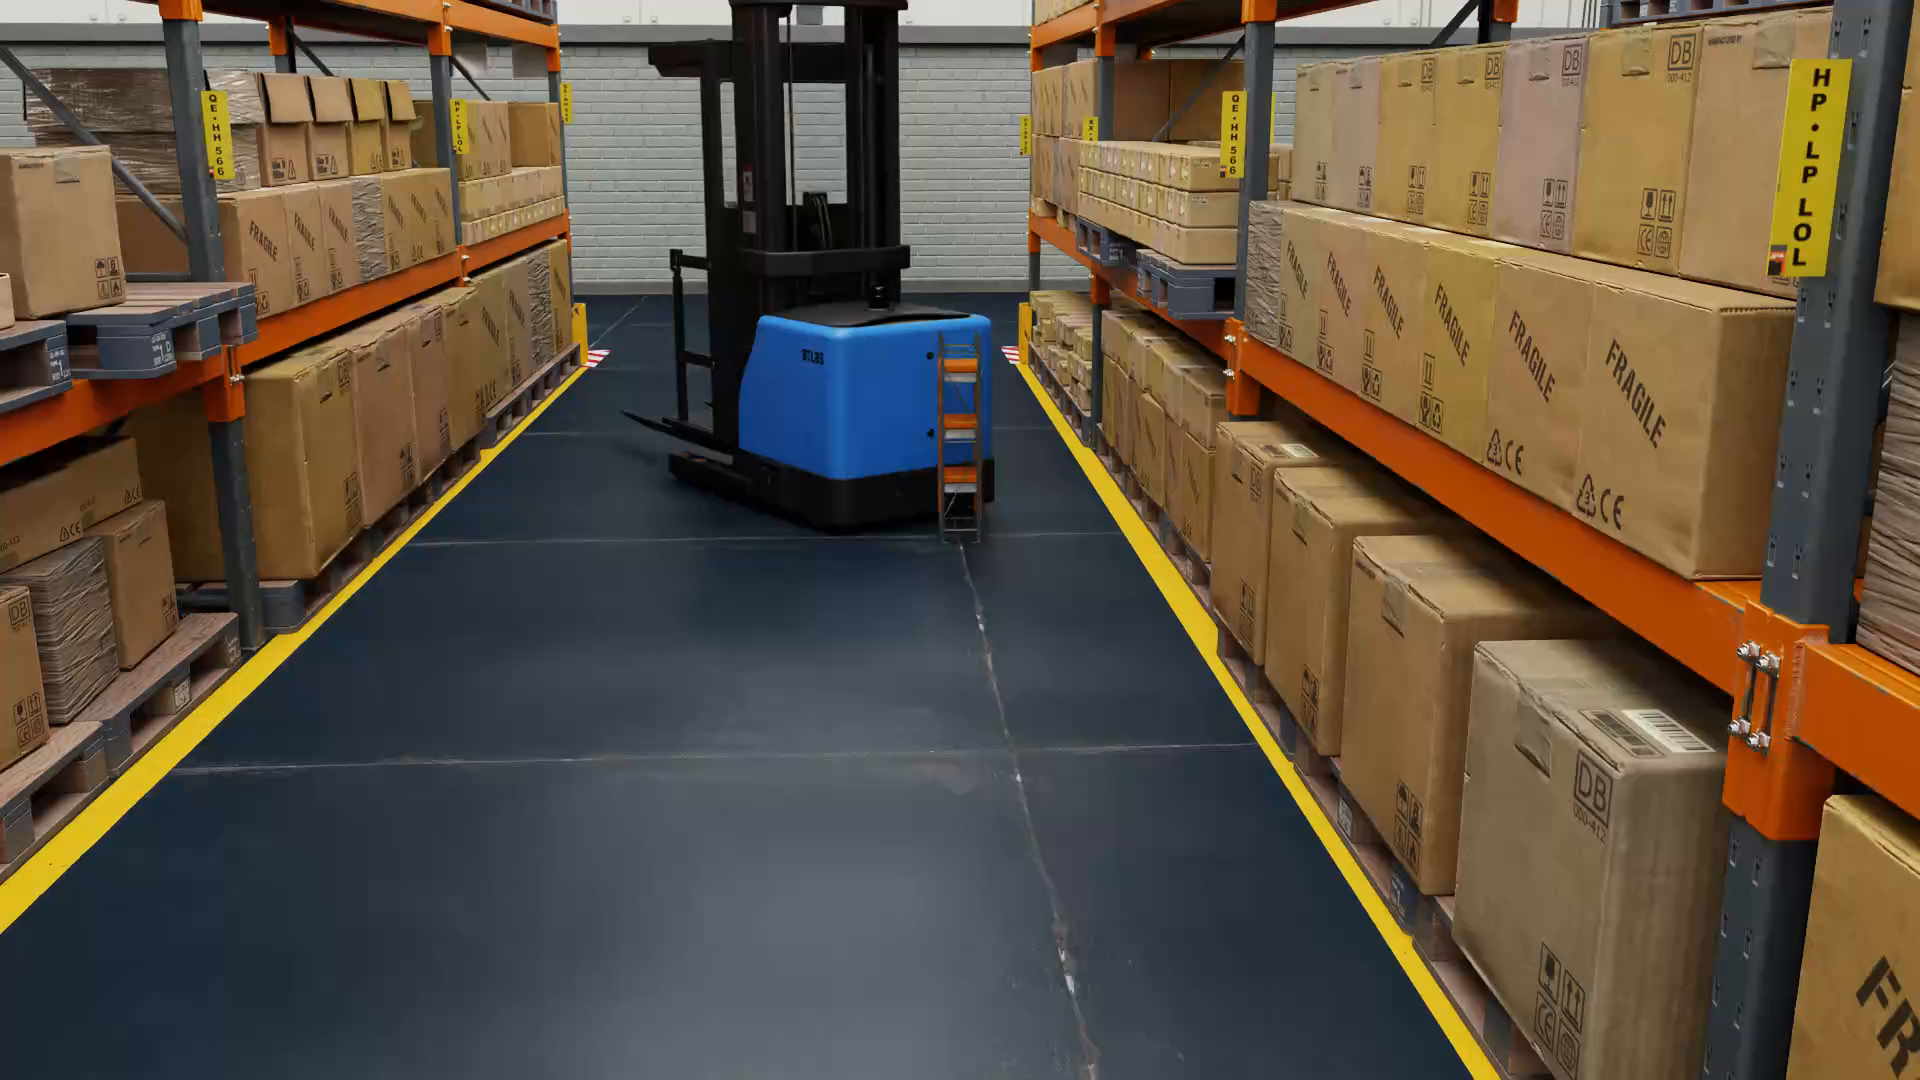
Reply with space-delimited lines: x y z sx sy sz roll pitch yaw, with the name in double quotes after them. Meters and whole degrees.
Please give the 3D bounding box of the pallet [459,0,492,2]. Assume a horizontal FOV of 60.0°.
-3.645 -3.609 10.692 1.003 0.211 1.213 -1 14 -3 "pallet"

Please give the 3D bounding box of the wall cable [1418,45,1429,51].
5.666 -5.053 20.043 0.585 1.953 0.123 -1 14 -3 "wall cable"

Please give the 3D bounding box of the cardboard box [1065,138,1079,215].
1.009 -2.485 11.366 0.500 0.500 0.500 -1 14 -5 "cardboard box"

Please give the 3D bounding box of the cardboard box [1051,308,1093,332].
0.899 -1.690 12.761 0.380 0.149 0.250 -1 14 -3 "cardboard box"

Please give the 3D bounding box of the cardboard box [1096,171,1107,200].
0.968 -1.975 9.246 0.380 0.149 0.250 -2 15 -6 "cardboard box"

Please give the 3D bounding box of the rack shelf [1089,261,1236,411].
1.476 -1.201 8.620 1.077 0.370 4.000 -1 14 -3 "rack shelf"

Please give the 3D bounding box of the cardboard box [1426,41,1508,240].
1.716 -1.093 4.547 0.700 0.500 0.500 -1 14 -4 "cardboard box"

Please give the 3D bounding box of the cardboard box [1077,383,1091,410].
0.988 -0.962 11.125 0.380 0.149 0.250 -1 14 -3 "cardboard box"

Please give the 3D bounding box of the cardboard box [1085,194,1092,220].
0.940 -1.955 9.766 0.380 0.149 0.250 -1 14 -3 "cardboard box"

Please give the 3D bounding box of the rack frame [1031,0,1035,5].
1.104 -5.947 13.582 1.000 3.000 0.127 -1 14 -3 "rack frame"

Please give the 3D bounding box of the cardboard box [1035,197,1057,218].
0.817 -2.704 13.521 0.380 0.149 0.250 -1 14 -5 "cardboard box"

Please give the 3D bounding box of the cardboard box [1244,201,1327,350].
1.358 -0.985 6.134 0.500 0.500 0.500 -1 14 -3 "cardboard box"

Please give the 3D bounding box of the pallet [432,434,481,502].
-3.482 -0.455 9.869 1.003 0.211 1.213 -1 14 -3 "pallet"

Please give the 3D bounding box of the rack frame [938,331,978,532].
-0.011 -0.552 8.565 0.200 1.050 0.008 -1 14 -3 "rack frame"

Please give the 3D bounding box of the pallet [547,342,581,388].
-3.725 -1.442 13.709 1.003 0.211 1.213 -1 14 -3 "pallet"

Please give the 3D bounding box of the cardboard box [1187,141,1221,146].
1.572 -2.320 9.992 0.380 0.149 0.250 0 14 -1 "cardboard box"

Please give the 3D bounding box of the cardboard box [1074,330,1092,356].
0.992 -1.367 11.505 0.380 0.149 0.250 -1 14 -4 "cardboard box"

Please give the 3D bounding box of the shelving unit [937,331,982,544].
-0.003 -0.522 8.447 0.215 1.050 0.252 -1 14 -3 "shelving unit"

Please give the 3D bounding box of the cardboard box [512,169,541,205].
-3.495 -2.693 12.677 0.500 0.250 0.500 -1 14 -5 "cardboard box"

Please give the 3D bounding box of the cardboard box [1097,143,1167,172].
0.967 -2.117 9.201 0.380 0.149 0.250 -1 14 -4 "cardboard box"

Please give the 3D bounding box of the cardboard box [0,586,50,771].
-3.206 0.442 4.924 0.700 0.500 0.500 0 14 1 "cardboard box"

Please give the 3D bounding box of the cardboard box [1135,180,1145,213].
1.049 -1.650 7.984 0.380 0.149 0.250 -1 14 -4 "cardboard box"

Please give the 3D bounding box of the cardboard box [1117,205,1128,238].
1.016 -1.636 8.528 0.380 0.149 0.250 -2 15 -6 "cardboard box"

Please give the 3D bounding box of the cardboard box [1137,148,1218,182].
1.053 -1.791 7.935 0.380 0.149 0.250 -1 14 -3 "cardboard box"

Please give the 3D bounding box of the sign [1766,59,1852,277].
1.307 -0.569 2.554 0.100 0.325 0.005 -1 14 -3 "sign"

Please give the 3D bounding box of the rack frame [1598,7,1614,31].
6.038 -3.144 14.724 1.000 3.000 0.127 -1 14 -3 "rack frame"

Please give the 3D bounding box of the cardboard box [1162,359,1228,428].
1.253 -0.700 7.895 0.500 0.250 0.500 -1 14 -3 "cardboard box"

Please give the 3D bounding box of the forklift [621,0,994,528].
-1.078 -1.796 9.624 1.130 2.935 3.031 -10 18 -34 "forklift"

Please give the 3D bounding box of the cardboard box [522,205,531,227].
-3.407 -2.405 12.359 0.380 0.149 0.250 -1 14 -2 "cardboard box"

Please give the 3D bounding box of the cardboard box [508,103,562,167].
-3.560 -3.308 13.563 0.500 0.500 0.500 -1 14 -3 "cardboard box"

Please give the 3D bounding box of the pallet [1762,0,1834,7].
6.246 -3.762 11.287 1.003 0.211 1.213 -1 14 -3 "pallet"

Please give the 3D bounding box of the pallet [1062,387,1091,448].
1.275 -0.863 11.458 1.003 0.211 1.213 -1 14 -3 "pallet"

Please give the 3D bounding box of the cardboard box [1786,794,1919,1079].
1.817 0.926 2.331 0.875 0.875 0.875 -1 14 -3 "cardboard box"

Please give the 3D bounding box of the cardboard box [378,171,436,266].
-3.280 -1.809 9.337 0.500 0.500 0.500 0 14 -2 "cardboard box"

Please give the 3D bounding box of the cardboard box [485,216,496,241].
-3.324 -2.084 11.109 0.380 0.149 0.250 0 14 -2 "cardboard box"

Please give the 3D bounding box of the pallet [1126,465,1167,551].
1.480 -0.199 8.876 1.003 0.211 1.213 -1 14 -3 "pallet"

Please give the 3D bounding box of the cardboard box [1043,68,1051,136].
0.914 -3.348 12.714 0.500 0.500 0.500 -1 14 -5 "cardboard box"

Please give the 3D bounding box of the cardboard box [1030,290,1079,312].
0.797 -2.017 14.032 0.380 0.149 0.250 -2 15 -6 "cardboard box"

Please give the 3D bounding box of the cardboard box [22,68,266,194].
-3.386 -1.717 6.967 0.797 0.503 0.637 0 14 -2 "cardboard box"

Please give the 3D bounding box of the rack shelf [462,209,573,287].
-3.729 -2.145 12.286 1.077 0.370 4.000 -1 14 -3 "rack shelf"

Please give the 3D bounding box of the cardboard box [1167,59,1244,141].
1.567 -2.840 10.740 0.500 0.500 0.500 -1 14 -2 "cardboard box"

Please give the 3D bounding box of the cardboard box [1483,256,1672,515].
1.517 -0.357 3.695 0.500 0.500 0.500 -1 14 -4 "cardboard box"

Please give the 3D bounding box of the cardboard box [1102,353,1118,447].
1.133 -0.852 9.992 0.500 0.500 0.500 0 14 -1 "cardboard box"

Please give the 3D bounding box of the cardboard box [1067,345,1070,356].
1.002 -1.415 12.287 0.380 0.149 0.250 -2 15 -6 "cardboard box"

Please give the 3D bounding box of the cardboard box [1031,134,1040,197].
0.856 -3.119 13.830 0.500 0.500 0.500 0 14 -1 "cardboard box"

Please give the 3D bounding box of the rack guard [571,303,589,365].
-3.854 -1.786 14.464 1.175 0.500 0.348 -1 14 -3 "rack guard"

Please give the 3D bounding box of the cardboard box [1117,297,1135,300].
1.491 -1.899 13.573 0.380 0.149 0.250 -1 14 -5 "cardboard box"

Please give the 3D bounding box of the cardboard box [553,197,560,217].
-3.484 -2.721 13.585 0.380 0.149 0.250 -1 14 -3 "cardboard box"

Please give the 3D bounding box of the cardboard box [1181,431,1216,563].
1.298 -0.205 7.476 0.500 0.500 0.500 -1 14 -4 "cardboard box"

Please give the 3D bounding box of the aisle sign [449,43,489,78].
-4.157 -4.263 13.857 0.394 0.787 0.004 -1 14 -3 "aisle sign"

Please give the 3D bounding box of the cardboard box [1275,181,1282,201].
1.701 -1.660 8.023 0.380 0.149 0.250 -1 14 -3 "cardboard box"

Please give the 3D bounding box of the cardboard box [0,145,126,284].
-3.284 -1.119 5.813 0.500 0.500 0.500 -3 15 -10 "cardboard box"

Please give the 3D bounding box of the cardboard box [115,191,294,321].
-3.116 -1.174 6.871 0.500 0.500 0.500 0 14 -2 "cardboard box"

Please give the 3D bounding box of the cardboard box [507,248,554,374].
-3.677 -1.781 12.849 0.875 0.875 0.875 -1 14 -3 "cardboard box"

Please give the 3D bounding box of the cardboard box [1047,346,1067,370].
0.883 -1.413 12.879 0.380 0.149 0.250 -2 15 -6 "cardboard box"

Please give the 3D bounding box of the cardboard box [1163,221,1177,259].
1.097 -1.311 7.265 0.380 0.149 0.250 -1 14 -4 "cardboard box"

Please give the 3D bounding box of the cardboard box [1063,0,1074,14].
1.001 -3.796 11.541 0.500 0.250 0.500 -1 14 -4 "cardboard box"
